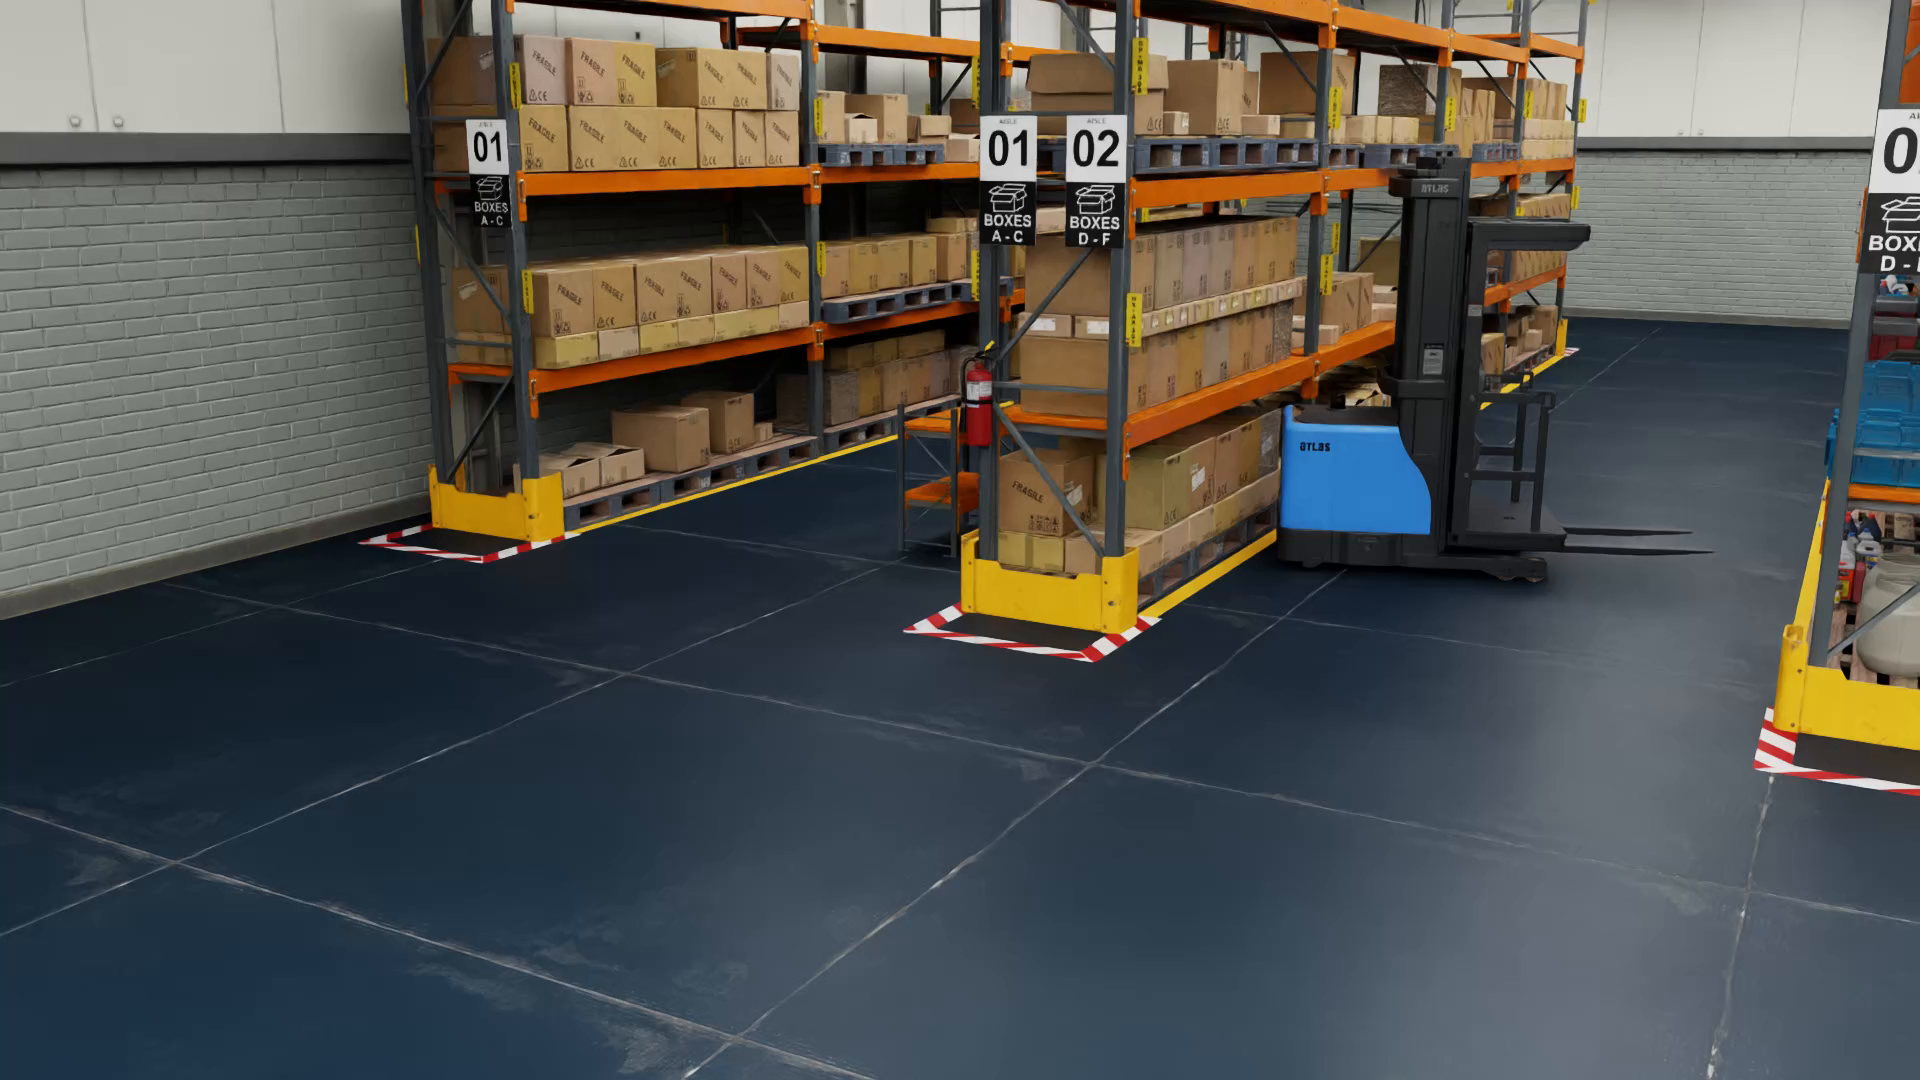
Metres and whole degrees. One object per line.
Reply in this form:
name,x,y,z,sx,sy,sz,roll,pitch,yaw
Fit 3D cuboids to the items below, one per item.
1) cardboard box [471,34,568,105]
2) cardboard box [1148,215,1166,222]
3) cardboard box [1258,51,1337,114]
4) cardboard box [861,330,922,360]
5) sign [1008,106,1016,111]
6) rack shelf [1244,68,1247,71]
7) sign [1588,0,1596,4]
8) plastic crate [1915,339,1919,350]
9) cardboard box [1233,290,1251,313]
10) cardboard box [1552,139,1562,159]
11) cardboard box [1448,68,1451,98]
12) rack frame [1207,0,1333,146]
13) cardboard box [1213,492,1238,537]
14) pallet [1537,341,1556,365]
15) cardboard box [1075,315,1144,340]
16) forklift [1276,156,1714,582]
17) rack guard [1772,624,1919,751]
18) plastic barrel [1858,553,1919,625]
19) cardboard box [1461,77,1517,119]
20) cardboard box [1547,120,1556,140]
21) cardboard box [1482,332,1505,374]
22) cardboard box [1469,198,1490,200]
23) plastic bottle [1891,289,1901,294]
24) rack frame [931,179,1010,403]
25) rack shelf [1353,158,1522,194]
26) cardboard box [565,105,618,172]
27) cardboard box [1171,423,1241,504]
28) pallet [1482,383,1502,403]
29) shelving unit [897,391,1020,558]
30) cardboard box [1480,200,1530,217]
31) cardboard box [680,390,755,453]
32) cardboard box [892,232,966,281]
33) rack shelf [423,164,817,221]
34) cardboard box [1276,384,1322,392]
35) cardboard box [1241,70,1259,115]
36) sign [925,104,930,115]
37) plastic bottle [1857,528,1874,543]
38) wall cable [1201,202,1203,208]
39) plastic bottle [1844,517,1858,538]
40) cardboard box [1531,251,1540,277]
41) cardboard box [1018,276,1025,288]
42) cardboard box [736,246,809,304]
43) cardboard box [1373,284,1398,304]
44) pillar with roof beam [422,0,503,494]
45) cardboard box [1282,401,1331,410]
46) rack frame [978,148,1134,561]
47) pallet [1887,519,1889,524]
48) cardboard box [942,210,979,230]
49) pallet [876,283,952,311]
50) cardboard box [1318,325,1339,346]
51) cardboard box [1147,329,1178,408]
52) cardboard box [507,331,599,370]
cardboard box,-3.351,-3.576,12.676,0.500,0.500,0.500,6,15,24
cardboard box,2.328,-4.239,23.576,0.980,0.700,0.700,8,16,29
cardboard box,2.855,-3.858,14.059,0.500,0.500,0.500,8,15,29
cardboard box,-0.760,-2.157,18.373,0.500,0.250,0.500,7,15,28
sign,0.591,-4.811,19.084,0.100,0.325,0.005,7,15,28
rack shelf,3.018,-6.766,24.287,1.077,0.370,4.000,7,15,28
sign,8.799,-7.624,23.127,0.100,0.325,0.005,7,15,28
plastic crate,7.451,-1.506,13.332,0.450,0.188,0.662,7,15,28
cardboard box,1.963,-1.805,12.524,0.380,0.149,0.250,8,16,30
cardboard box,7.824,-5.288,22.489,0.500,0.250,0.500,7,15,28
cardboard box,4.919,-4.789,17.750,0.500,0.500,0.500,7,15,28
rack frame,2.522,-4.698,13.321,1.000,3.000,0.127,7,15,28
cardboard box,1.769,-0.221,12.520,0.500,0.250,0.500,7,15,28
pallet,7.902,-2.709,23.819,1.003,0.211,1.213,7,15,28
cardboard box,0.966,-1.381,10.765,0.380,0.149,0.250,7,15,28
forklift,3.891,-1.263,12.017,3.031,2.935,1.130,2,14,10
rack guard,4.918,0.795,8.669,1.175,0.500,0.348,7,15,28
plastic barrel,5.416,0.360,9.554,0.421,0.512,0.421,0,14,0
cardboard box,6.591,-5.520,20.783,0.700,0.500,0.500,7,15,28
cardboard box,7.575,-5.430,22.008,0.500,0.250,0.500,7,15,28
cardboard box,6.402,-2.288,20.519,0.500,0.500,0.500,7,15,28
cardboard box,6.652,-4.196,21.692,0.500,0.500,0.500,7,15,27
plastic bottle,9.559,-2.432,16.996,0.097,0.271,0.097,0,14,0
rack frame,0.117,-3.163,19.753,1.000,3.000,0.127,7,15,28
rack shelf,5.422,-4.121,18.863,1.077,0.370,4.000,7,15,28
cardboard box,-3.079,-3.185,13.186,0.500,0.500,0.500,9,16,32
cardboard box,1.770,-0.585,12.432,0.500,0.500,0.500,7,15,28
pallet,6.029,-1.896,20.449,1.003,0.211,1.213,7,15,28
shelving unit,0.003,-0.548,12.907,0.538,1.125,1.048,7,15,28
cardboard box,6.863,-4.023,20.972,0.500,0.500,0.500,8,16,29
cardboard box,-2.283,-1.123,15.688,0.500,0.500,0.500,6,15,24
cardboard box,-0.347,-3.210,18.796,0.700,0.500,0.500,6,15,23
rack shelf,-2.783,-3.040,14.379,1.077,0.370,4.000,7,15,28
cardboard box,3.202,-1.350,16.006,0.500,0.311,0.500,7,15,27
cardboard box,2.048,-3.487,13.290,0.500,0.500,0.500,9,16,33
sign,-0.364,-4.975,19.599,0.100,0.325,0.005,7,15,28
plastic bottle,6.138,0.055,11.289,0.097,0.271,0.097,0,14,0
wall cable,3.776,-5.668,27.976,0.084,1.984,1.851,7,15,28
plastic bottle,6.012,0.011,11.299,0.144,0.351,0.185,7,15,26
cardboard box,7.363,-3.753,21.988,0.500,0.500,0.500,7,15,28
cardboard box,0.609,-3.142,20.161,0.380,0.149,0.250,8,16,29
cardboard box,-1.774,-2.512,15.728,0.500,0.500,0.500,7,15,28
cardboard box,4.242,-2.489,17.149,0.500,0.311,0.500,9,16,32
pillar with roof beam,-0.400,-4.192,11.221,9.100,9.000,0.400,7,15,28
cardboard box,3.186,-1.080,14.889,0.500,0.311,0.500,7,15,27
rack frame,0.588,-0.961,10.620,1.000,3.000,0.127,7,15,28
pallet,7.791,-0.281,13.748,1.003,0.211,1.213,7,15,28
cardboard box,0.110,-3.853,20.124,0.500,0.250,0.500,8,16,30
pallet,-0.804,-2.659,18.071,1.003,0.211,1.213,7,15,28
cardboard box,3.129,-1.818,14.711,0.380,0.149,0.250,7,15,28
cardboard box,1.075,-1.212,11.449,0.700,0.500,0.500,8,16,29
cardboard box,-3.236,-1.523,13.226,0.500,0.250,0.500,7,15,26
